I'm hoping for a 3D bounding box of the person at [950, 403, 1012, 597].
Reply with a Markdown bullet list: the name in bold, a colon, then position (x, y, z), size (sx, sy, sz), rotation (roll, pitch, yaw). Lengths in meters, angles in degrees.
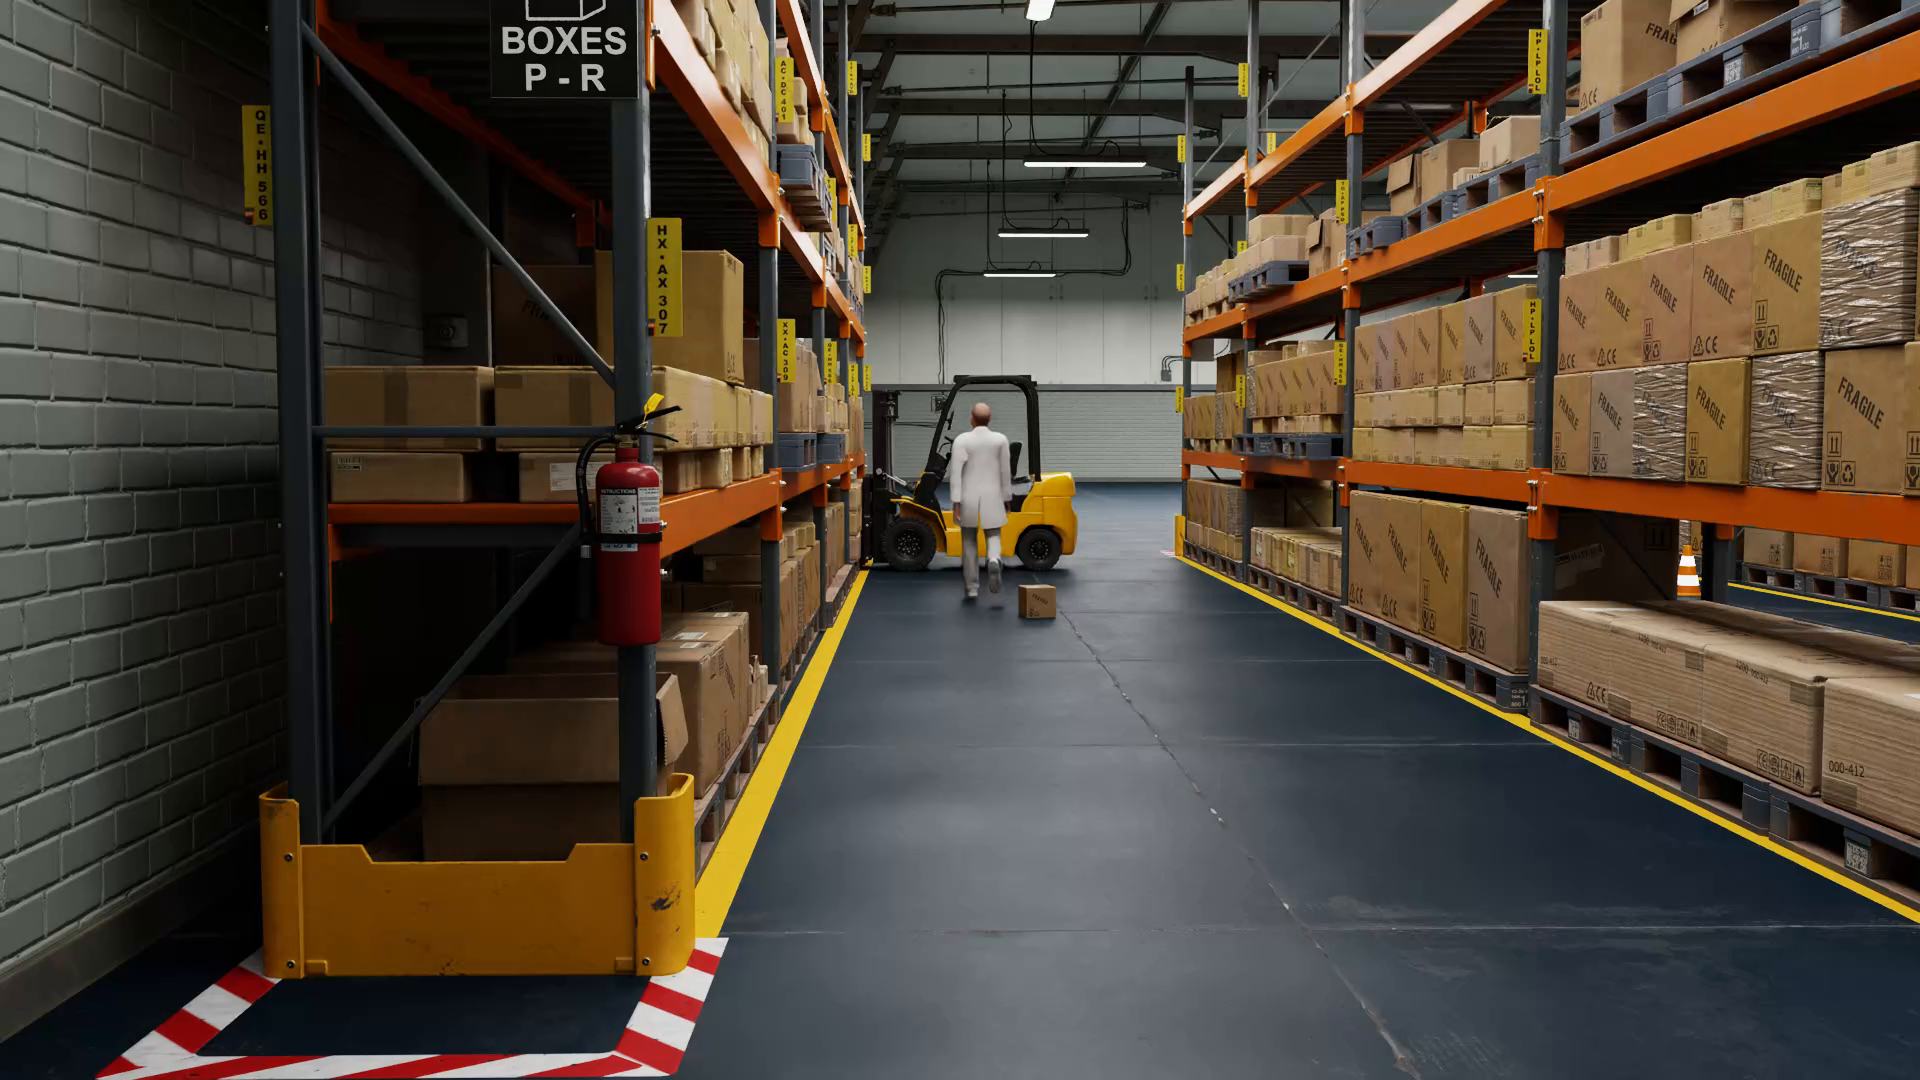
- **person**: position (0.191, -0.356, 15.027), size (0.577, 1.757, 0.749), rotation (0, 4, -4)
